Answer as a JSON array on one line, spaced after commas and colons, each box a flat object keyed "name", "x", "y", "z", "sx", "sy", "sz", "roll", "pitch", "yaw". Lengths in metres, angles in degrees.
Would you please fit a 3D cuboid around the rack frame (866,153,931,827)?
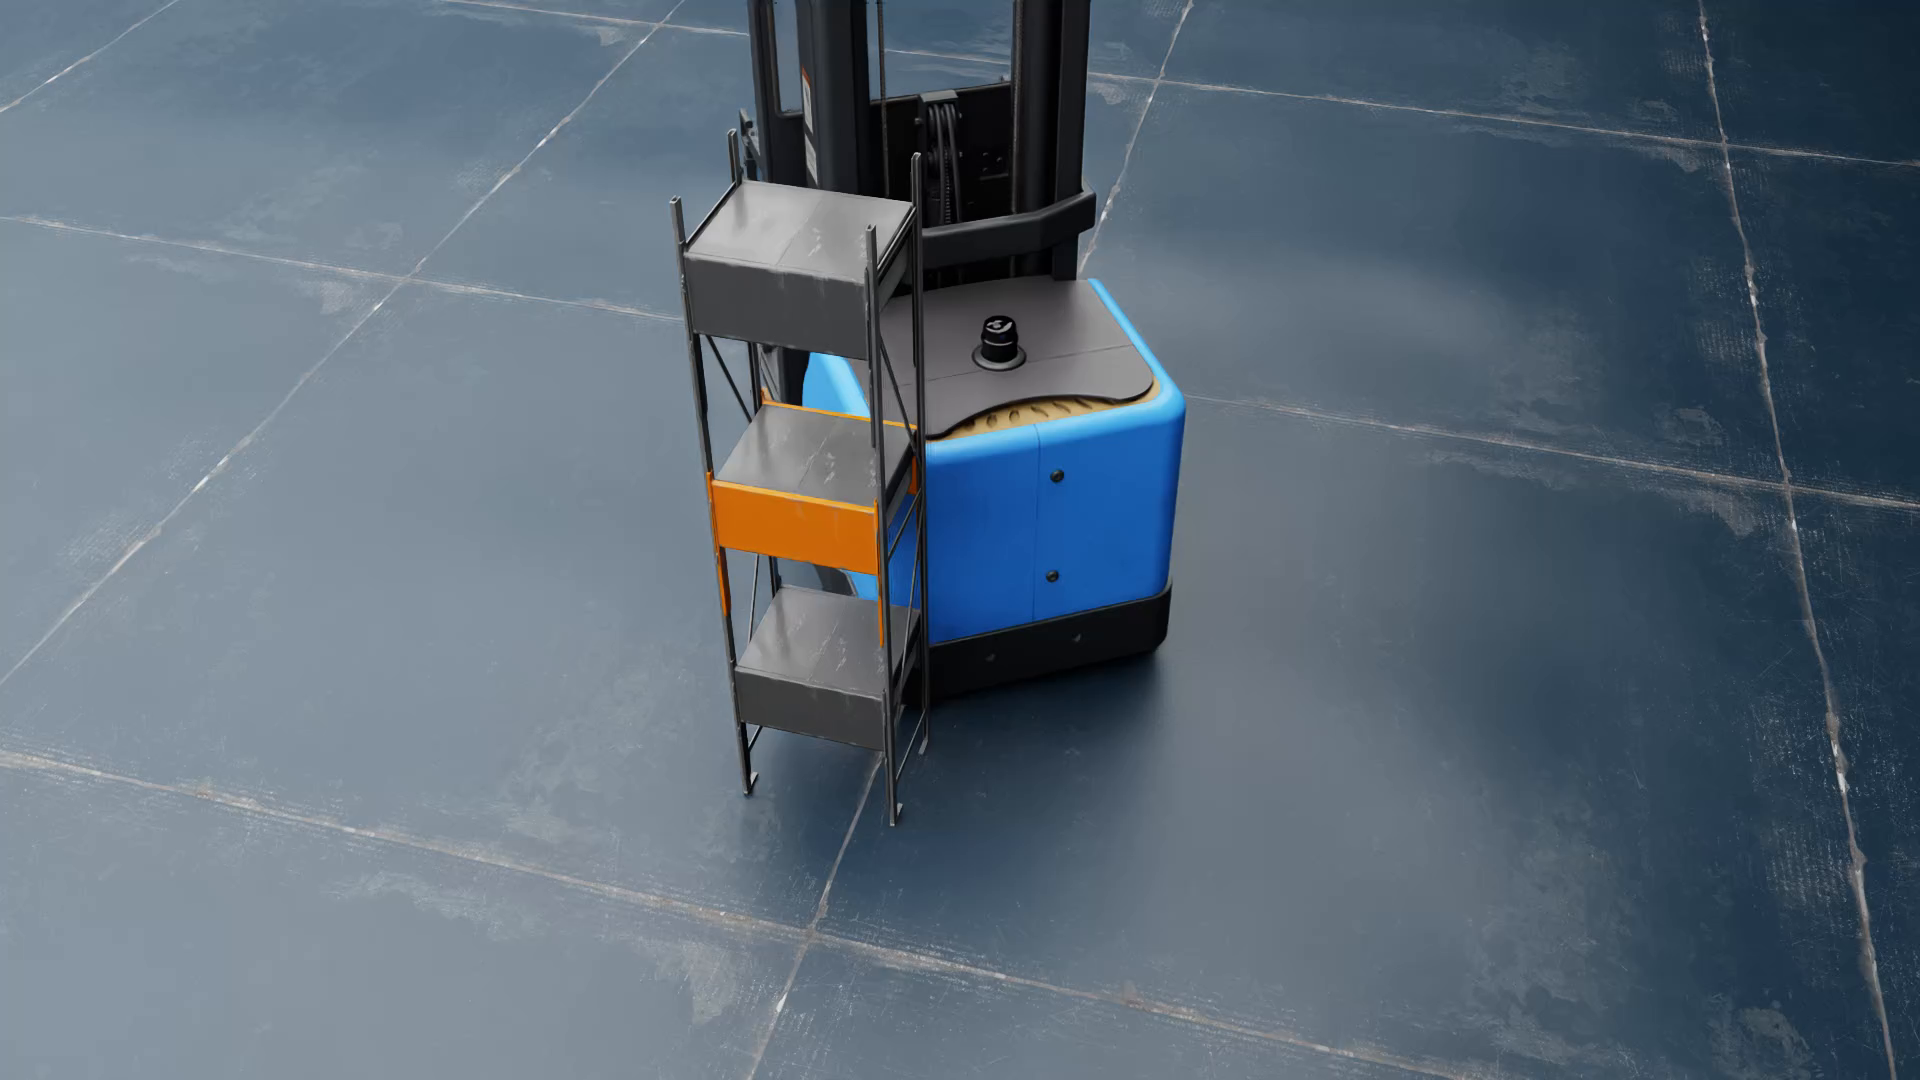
[{"name": "rack frame", "x": -0.158, "y": -0.034, "z": 4.657, "sx": 0.015, "sy": 2.100, "sz": 0.400, "roll": 10, "pitch": 41, "yaw": 12}]

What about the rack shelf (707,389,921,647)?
[{"name": "rack shelf", "x": -0.393, "y": -0.065, "z": 4.716, "sx": 0.480, "sy": 0.518, "sz": 0.431, "roll": 10, "pitch": 41, "yaw": 12}]

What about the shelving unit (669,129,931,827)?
[{"name": "shelving unit", "x": -0.393, "y": -0.076, "z": 4.708, "sx": 0.503, "sy": 2.100, "sz": 0.431, "roll": 10, "pitch": 41, "yaw": 12}]

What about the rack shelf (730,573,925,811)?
[{"name": "rack shelf", "x": -0.393, "y": 0.471, "z": 5.167, "sx": 0.480, "sy": 0.518, "sz": 0.431, "roll": 10, "pitch": 41, "yaw": 12}]

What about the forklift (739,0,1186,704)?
[{"name": "forklift", "x": -0.214, "y": -1.536, "z": 5.800, "sx": 1.130, "sy": 2.935, "sz": 3.031, "roll": -12, "pitch": 41, "yaw": -13}]

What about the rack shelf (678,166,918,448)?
[{"name": "rack shelf", "x": -0.393, "y": -0.601, "z": 4.266, "sx": 0.480, "sy": 0.518, "sz": 0.431, "roll": 10, "pitch": 41, "yaw": 12}]

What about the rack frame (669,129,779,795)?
[{"name": "rack frame", "x": -0.628, "y": -0.118, "z": 4.758, "sx": 0.015, "sy": 2.100, "sz": 0.400, "roll": 10, "pitch": 41, "yaw": 12}]
